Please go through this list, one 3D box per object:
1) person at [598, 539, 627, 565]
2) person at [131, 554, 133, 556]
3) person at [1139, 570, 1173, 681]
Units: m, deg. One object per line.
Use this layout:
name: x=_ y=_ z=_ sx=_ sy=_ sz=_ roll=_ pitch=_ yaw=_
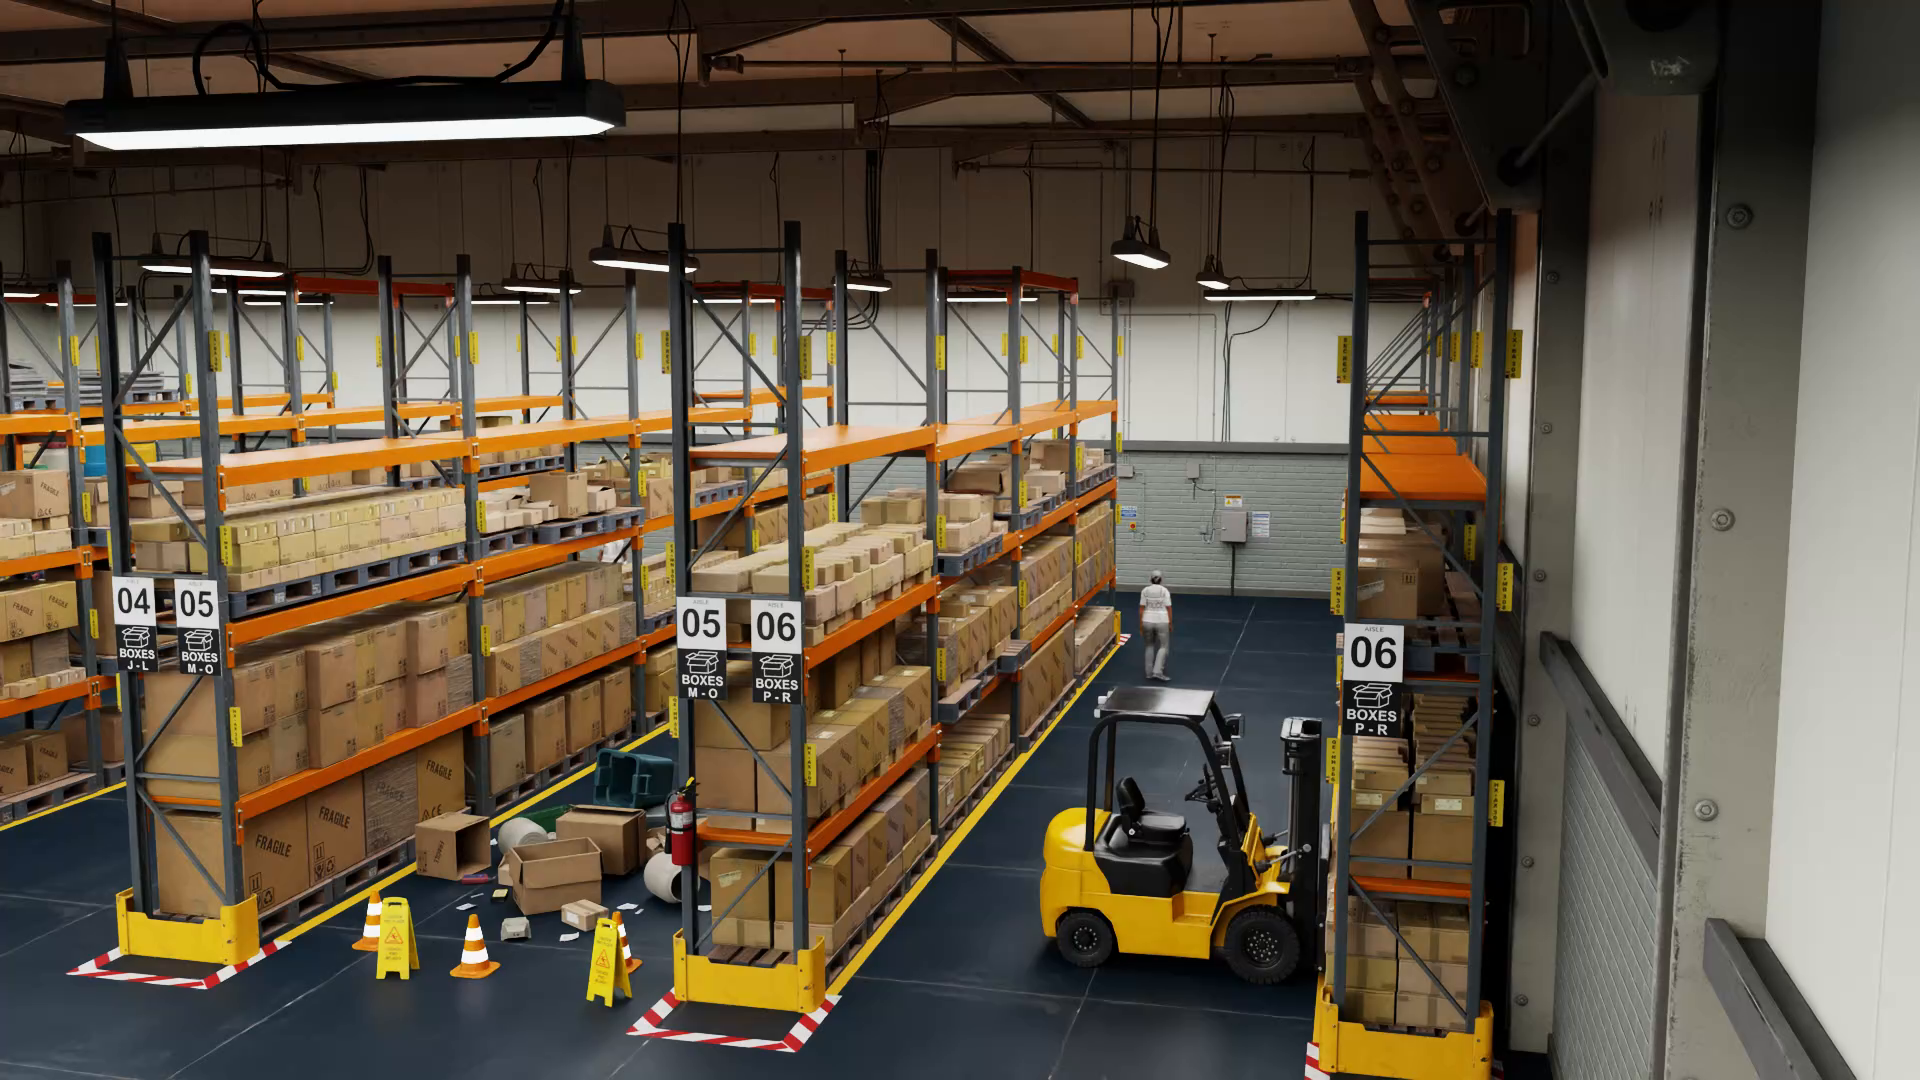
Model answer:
person: x=-6.582 y=0.451 z=31.450 sx=0.832 sy=1.766 sz=0.556 roll=6 pitch=9 yaw=40
person: x=-15.600 y=0.530 z=31.366 sx=0.450 sy=1.610 sz=0.843 roll=1 pitch=7 yaw=11
person: x=2.954 y=1.289 z=25.119 sx=0.508 sy=1.662 sz=0.529 roll=3 pitch=8 yaw=22
